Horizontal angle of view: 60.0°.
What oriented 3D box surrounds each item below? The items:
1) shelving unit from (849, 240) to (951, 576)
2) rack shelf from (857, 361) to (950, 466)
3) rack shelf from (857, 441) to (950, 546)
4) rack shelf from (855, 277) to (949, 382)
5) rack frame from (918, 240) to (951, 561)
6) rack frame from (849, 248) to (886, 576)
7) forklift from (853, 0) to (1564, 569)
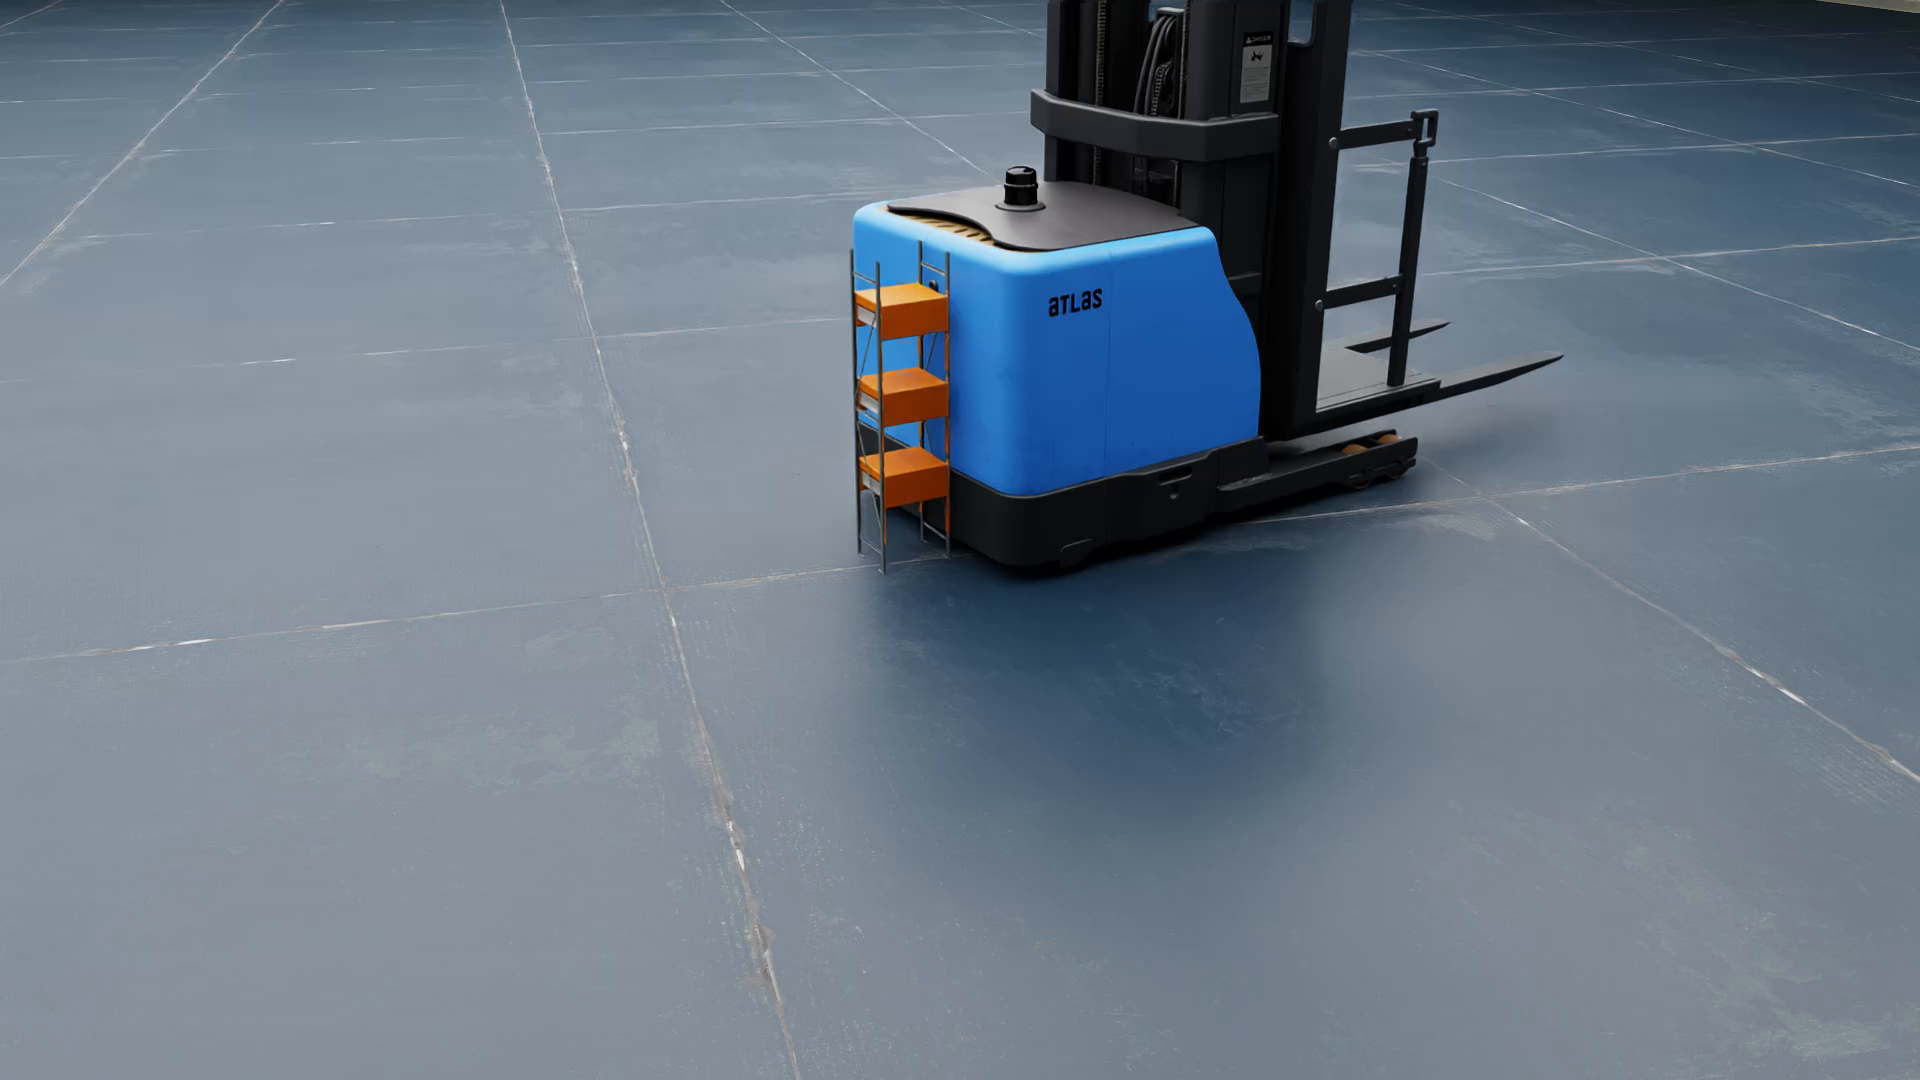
[{"bbox_3d":[-0.190,-0.423,5.404,0.252,1.050,0.215,-12,26,-27],"label":"shelving unit"},{"bbox_3d":[-0.190,-0.413,5.408,0.240,0.259,0.215,-12,26,-27],"label":"rack shelf"},{"bbox_3d":[-0.190,-0.158,5.518,0.240,0.259,0.215,-12,26,-27],"label":"rack shelf"},{"bbox_3d":[-0.190,-0.674,5.296,0.240,0.259,0.215,-12,26,-27],"label":"rack shelf"},{"bbox_3d":[-0.083,-0.446,5.459,0.008,1.050,0.200,-12,26,-27],"label":"rack frame"},{"bbox_3d":[-0.296,-0.399,5.349,0.008,1.050,0.200,-12,26,-27],"label":"rack frame"},{"bbox_3d":[1.117,-1.690,5.971,3.031,2.935,1.130,-15,28,-32],"label":"forklift"}]
